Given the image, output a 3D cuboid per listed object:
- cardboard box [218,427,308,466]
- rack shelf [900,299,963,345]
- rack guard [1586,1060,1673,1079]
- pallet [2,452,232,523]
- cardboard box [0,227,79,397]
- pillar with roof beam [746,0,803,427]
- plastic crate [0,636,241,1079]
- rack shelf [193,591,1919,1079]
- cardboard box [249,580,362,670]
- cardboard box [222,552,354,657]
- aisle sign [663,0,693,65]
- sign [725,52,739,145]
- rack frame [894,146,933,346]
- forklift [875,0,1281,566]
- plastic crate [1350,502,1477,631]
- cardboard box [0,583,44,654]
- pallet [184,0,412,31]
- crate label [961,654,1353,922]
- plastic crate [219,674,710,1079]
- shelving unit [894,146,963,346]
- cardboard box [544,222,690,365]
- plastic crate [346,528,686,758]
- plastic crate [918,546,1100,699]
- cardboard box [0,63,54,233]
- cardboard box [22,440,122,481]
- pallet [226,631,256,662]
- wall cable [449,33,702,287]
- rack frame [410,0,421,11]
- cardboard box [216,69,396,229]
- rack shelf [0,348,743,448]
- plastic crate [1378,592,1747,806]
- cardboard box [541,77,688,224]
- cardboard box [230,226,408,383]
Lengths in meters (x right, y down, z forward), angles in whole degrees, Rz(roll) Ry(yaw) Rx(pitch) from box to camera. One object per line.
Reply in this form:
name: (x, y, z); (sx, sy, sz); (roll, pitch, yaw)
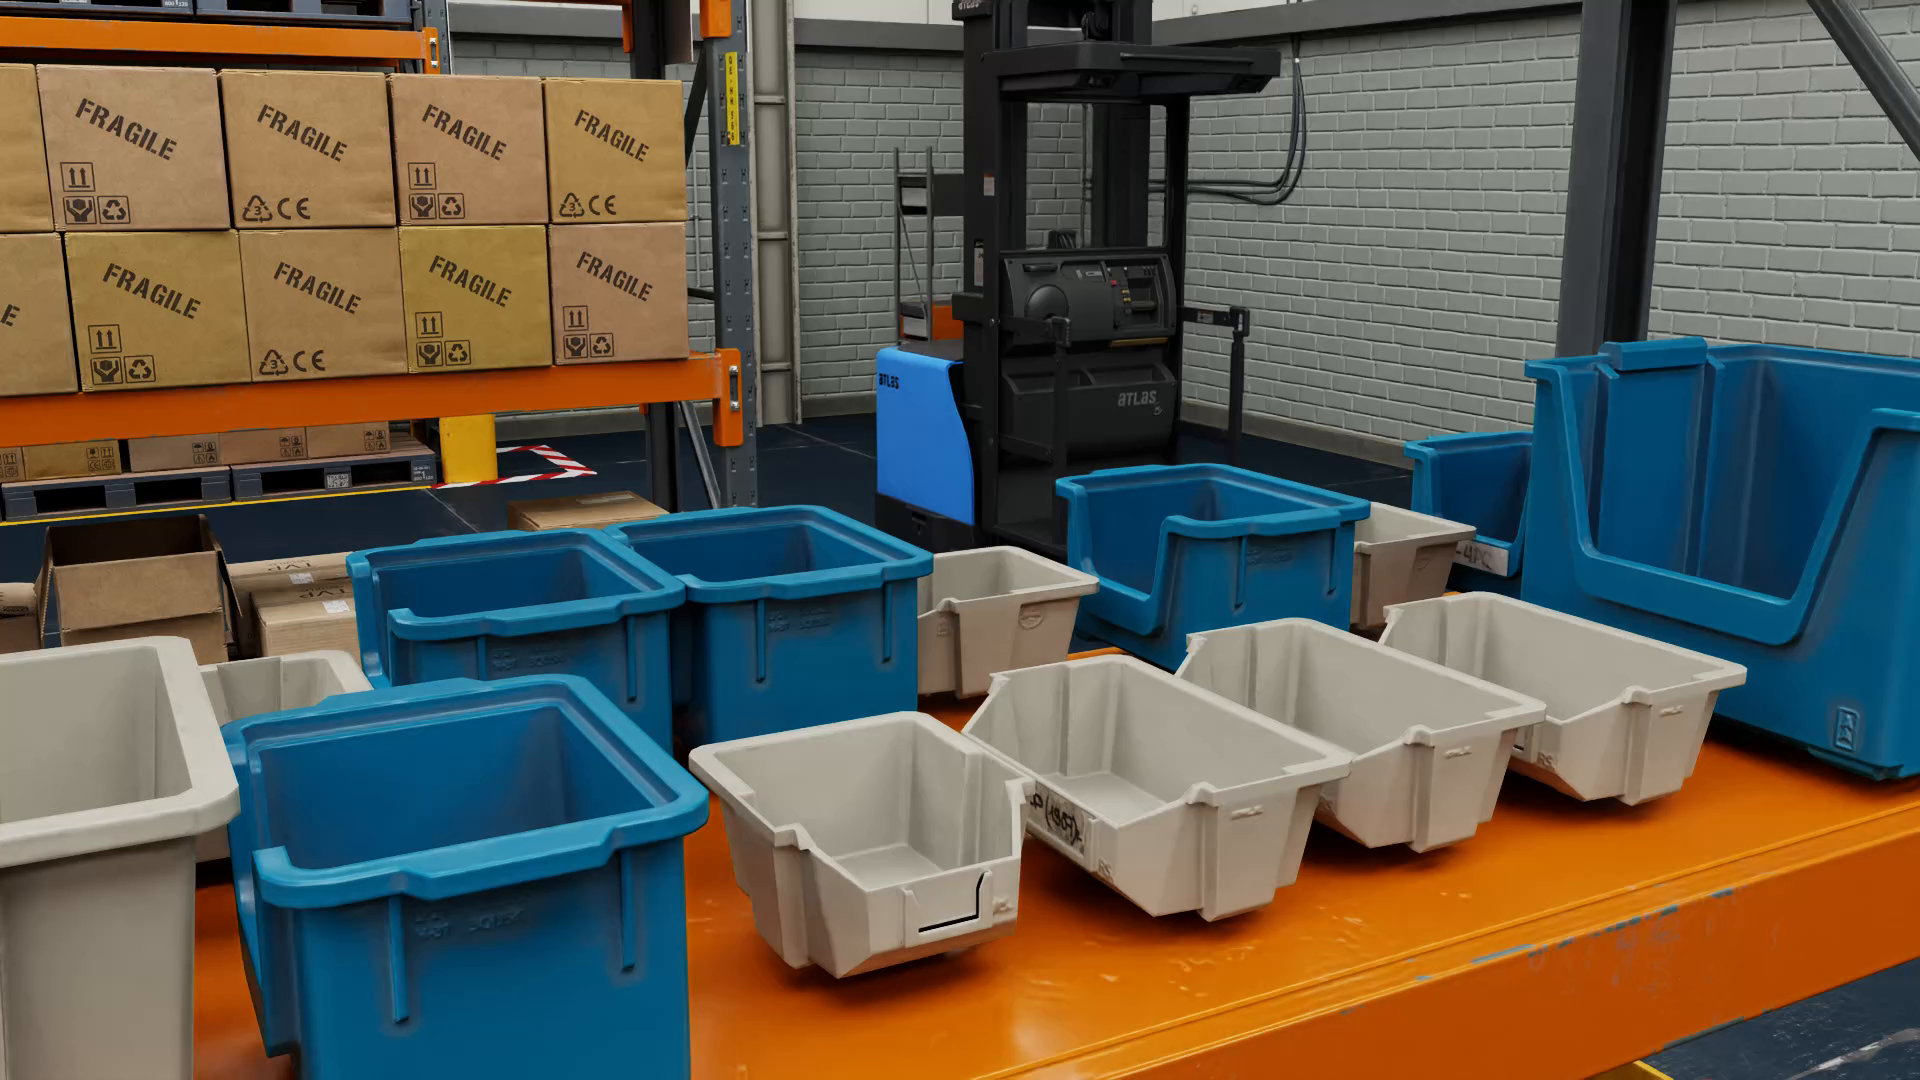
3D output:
cardboard box: (-4.458, -0.787, 10.513); (0.500, 0.500, 0.700); (-7, 14, -28)
rack shelf: (-0.044, -1.098, 9.268); (0.480, 0.518, 0.431); (-7, 15, -30)
rack guard: (1.309, 1.176, 2.744); (0.348, 0.500, 1.175); (-7, 14, -28)
pallet: (-5.187, -0.360, 10.230); (1.213, 0.211, 1.003); (-7, 14, -28)
cardboard box: (-3.121, -0.729, 5.289); (0.500, 0.500, 0.500); (-7, 14, -28)
pillar with roof beam: (0.565, -4.495, 8.589); (0.400, 9.000, 9.100); (-7, 14, -28)
plastic crate: (-0.788, 0.286, 1.140); (0.530, 0.282, 0.437); (-7, 14, -28)
rack shelf: (-0.461, 0.523, 1.592); (4.000, 0.370, 1.077); (-7, 14, -28)
cardboard box: (-2.283, 0.332, 6.061); (0.500, 0.250, 0.500); (-7, 14, -28)
cardboard box: (-2.567, 0.241, 6.466); (0.500, 0.250, 0.500); (-7, 14, -28)
aisle sign: (-1.157, -2.325, 6.689); (0.004, 0.787, 0.394); (-7, 14, -28)
sign: (-0.828, -1.603, 6.045); (0.005, 0.325, 0.100); (-7, 14, -28)
rack frame: (-0.254, -1.084, 9.144); (0.015, 2.100, 0.400); (-7, 15, -30)
forklift: (0.728, -1.168, 7.624); (1.130, 2.935, 3.031); (-7, 15, -30)
plastic crate: (0.598, 0.041, 2.557); (0.298, 0.136, 0.250); (-7, 14, -28)
cardboard box: (-3.564, 0.331, 5.928); (0.500, 0.311, 0.500); (-7, 14, -28)
pallet: (-4.099, -3.288, 10.256); (1.213, 0.211, 1.003); (-7, 14, -28)
crate label: (0.171, 0.243, 1.660); (0.243, 0.136, 0.396); (-7, 14, -28)
plastic crate: (-0.386, 0.280, 1.280); (0.300, 0.233, 0.416); (-7, 14, -28)
shelving unit: (-0.044, -1.111, 9.265); (0.503, 2.100, 0.431); (-7, 15, -30)
cardboard box: (-1.339, -0.943, 6.238); (0.500, 0.500, 0.500); (-6, 14, -26)
plastic crate: (-0.499, 0.147, 1.870); (0.300, 0.233, 0.416); (-7, 14, -28)
plastic crate: (0.003, 0.113, 2.240); (0.298, 0.136, 0.250); (-7, 14, -28)
cardboard box: (-3.134, -1.213, 5.161); (0.500, 0.500, 0.500); (-7, 15, -30)
cardboard box: (-5.364, -0.677, 10.022); (0.500, 0.500, 0.700); (-6, 14, -27)
pallet: (-2.912, 0.587, 6.022); (1.213, 0.211, 1.003); (-7, 14, -28)
wall cable: (-2.782, -2.760, 12.228); (1.851, 1.984, 0.084); (-7, 14, -28)
rack frame: (-3.453, -4.874, 10.273); (0.127, 3.000, 1.000); (-7, 14, -28)
cardboard box: (-2.231, -1.321, 5.643); (0.500, 0.500, 0.500); (-6, 14, -26)
rack shelf: (-2.832, -0.432, 5.835); (4.000, 0.370, 1.077); (-7, 14, -28)
plastic crate: (0.665, 0.182, 1.934); (0.243, 0.136, 0.396); (-7, 14, -28)
cardboard box: (-1.335, -1.430, 6.127); (0.500, 0.500, 0.500); (-7, 14, -28)
cardboard box: (-2.233, -0.836, 5.764); (0.500, 0.500, 0.500); (-7, 14, -27)
